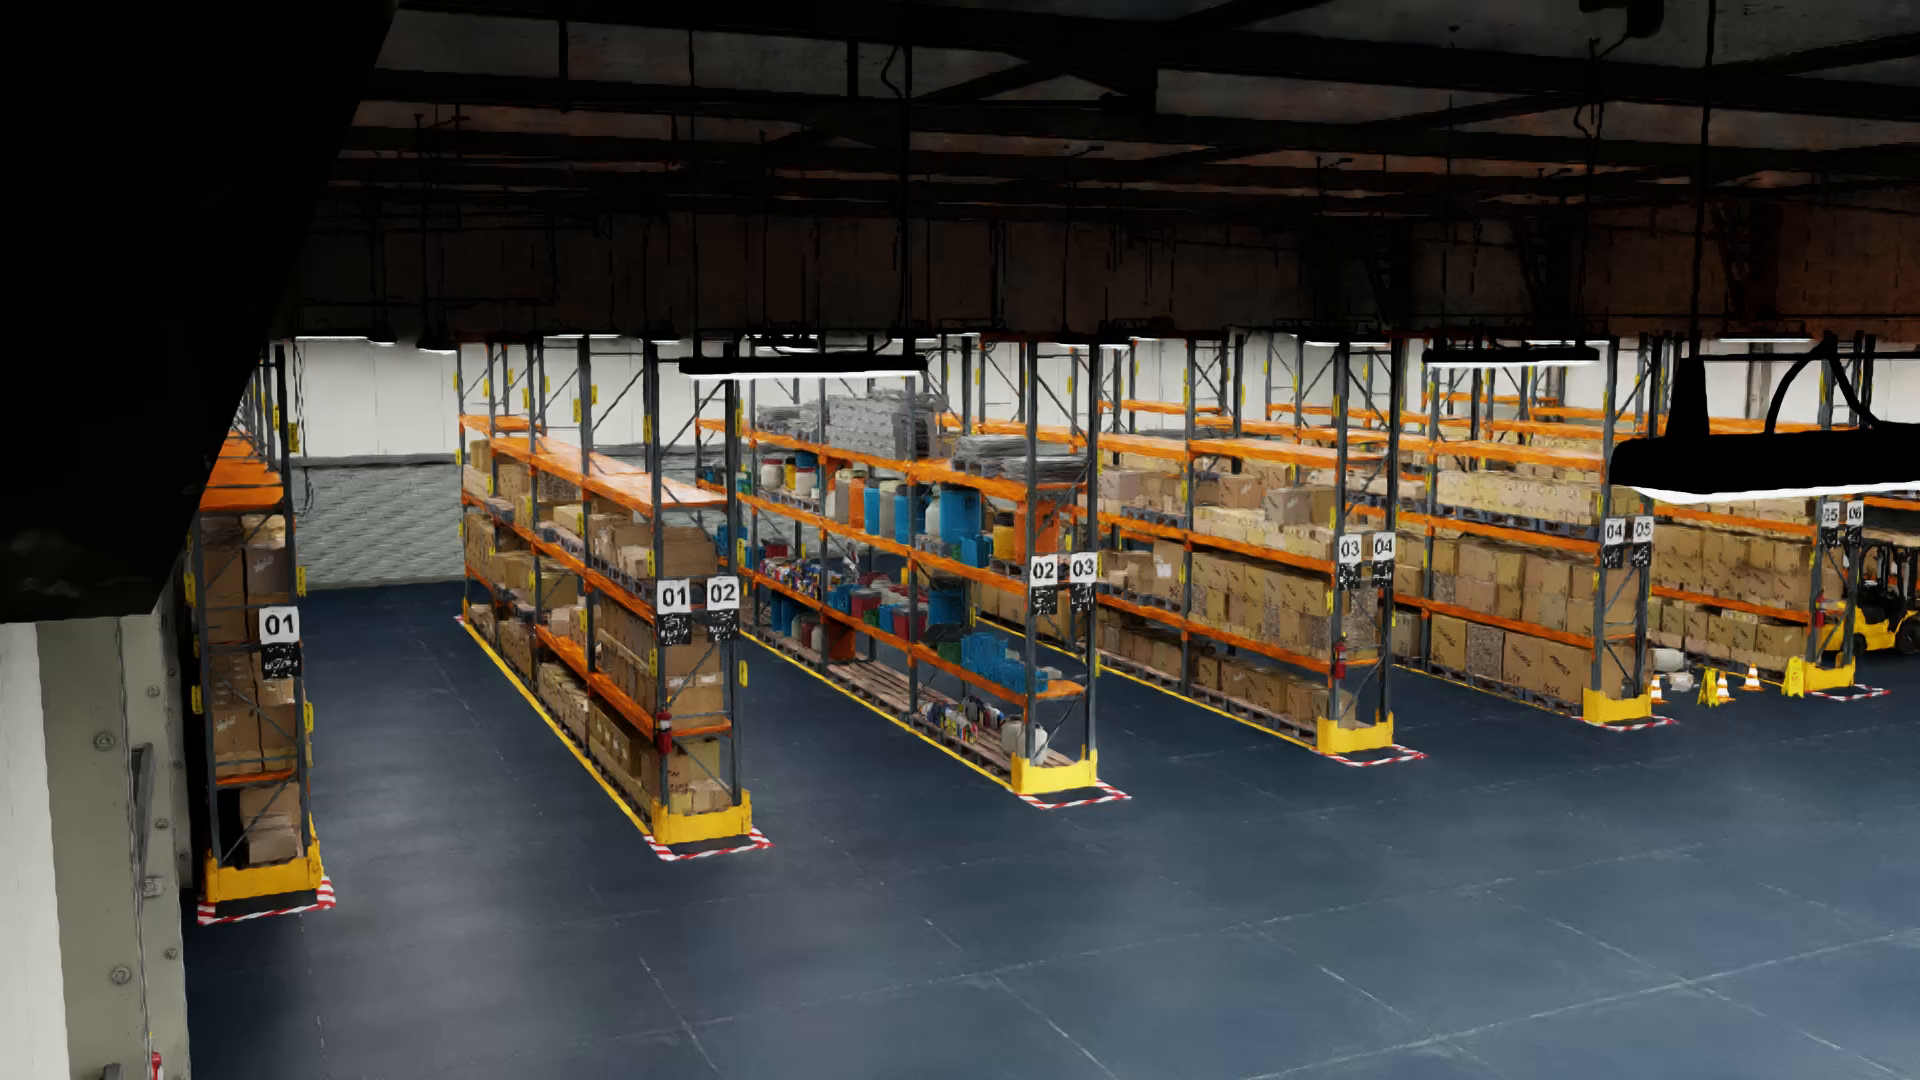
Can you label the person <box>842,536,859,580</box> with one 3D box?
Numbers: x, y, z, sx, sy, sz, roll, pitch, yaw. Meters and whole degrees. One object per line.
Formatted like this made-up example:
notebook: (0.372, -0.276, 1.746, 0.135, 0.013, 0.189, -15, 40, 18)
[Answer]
person: (-2.453, 0.493, 36.774, 0.585, 1.787, 0.740, -3, 8, -19)
